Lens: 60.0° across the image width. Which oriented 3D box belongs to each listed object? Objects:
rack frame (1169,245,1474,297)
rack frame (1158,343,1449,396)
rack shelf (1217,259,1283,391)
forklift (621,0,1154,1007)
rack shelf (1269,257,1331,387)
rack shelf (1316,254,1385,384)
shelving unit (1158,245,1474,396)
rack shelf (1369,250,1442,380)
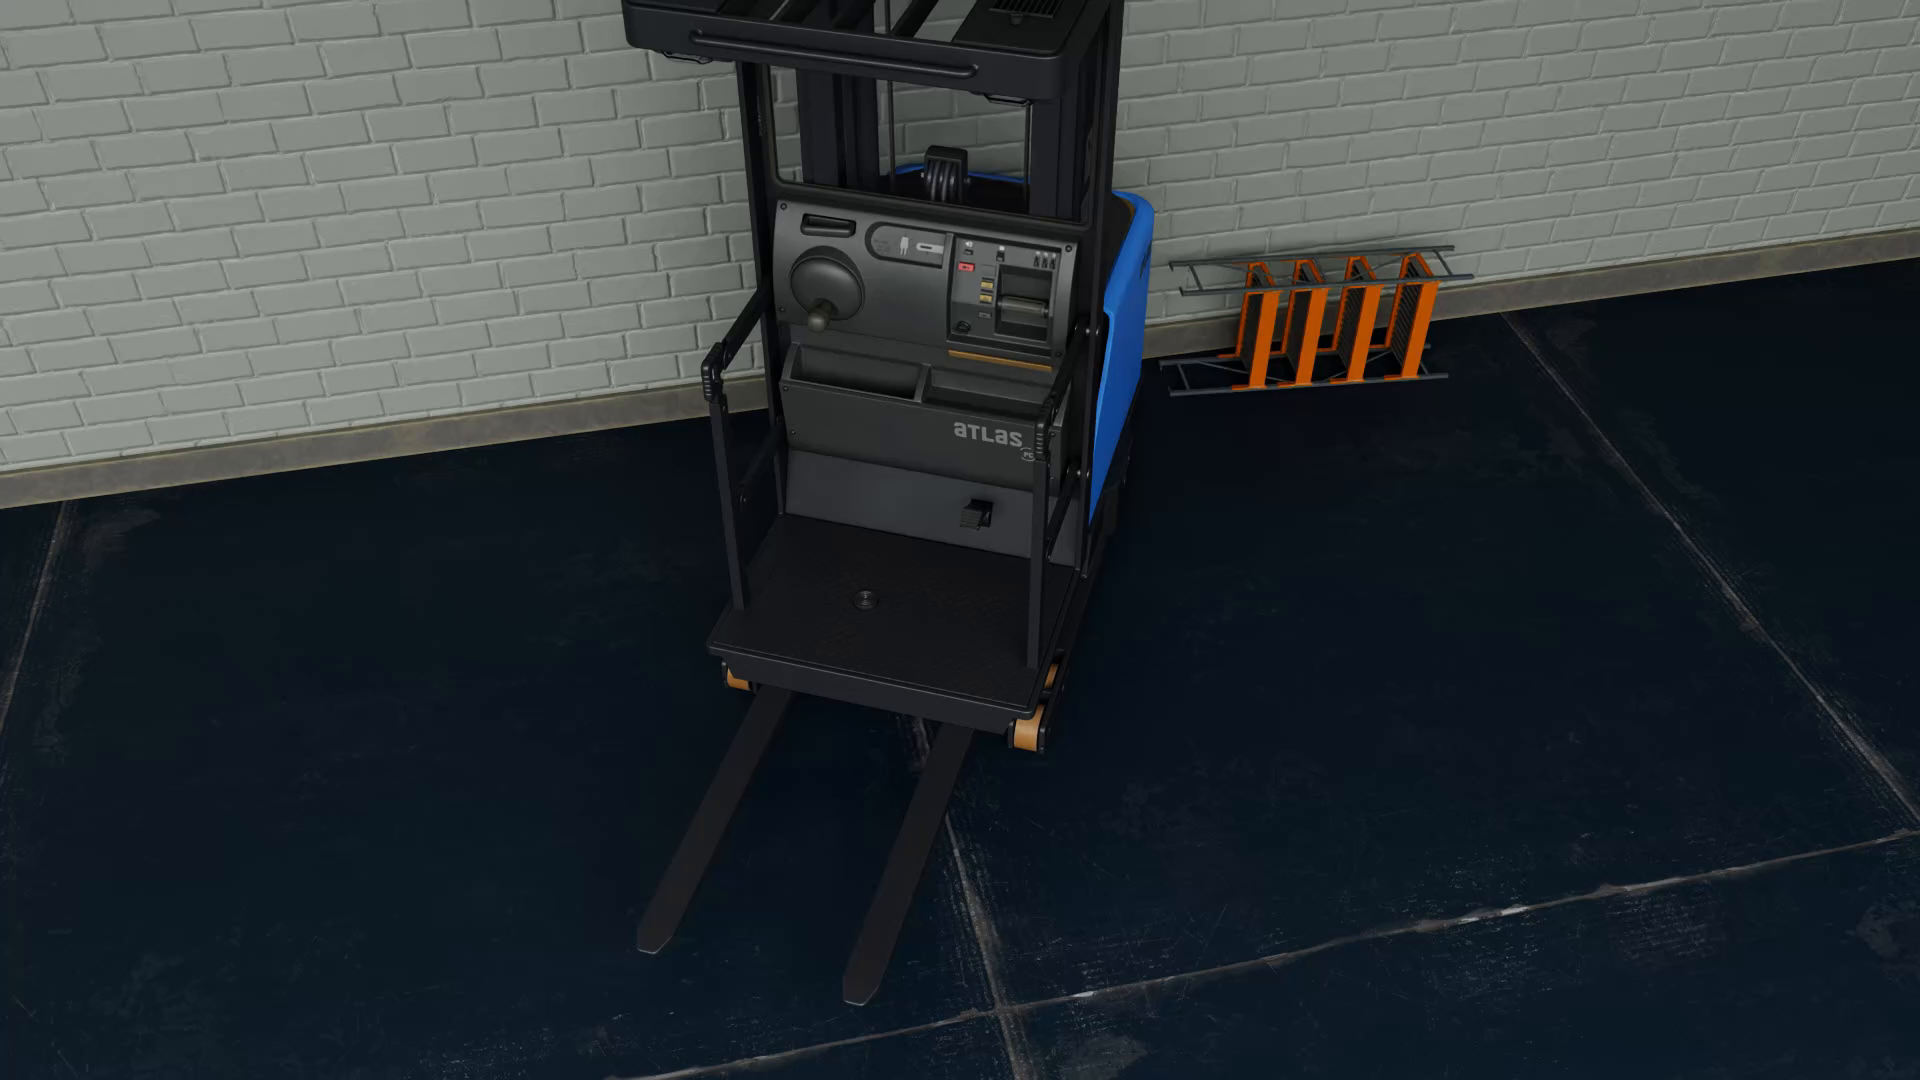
[{"bbox_3d":[1.458,-1.089,6.716,1.200,0.015,0.240,-4,42,-6],"label":"rack frame"},{"bbox_3d":[1.450,-0.724,7.039,1.200,0.015,0.240,-4,42,-6],"label":"rack frame"},{"bbox_3d":[1.190,-0.887,6.849,0.148,0.480,0.258,-4,42,-6],"label":"rack shelf"},{"bbox_3d":[-0.170,-0.697,4.827,1.130,2.935,3.031,11,43,12],"label":"forklift"},{"bbox_3d":[1.387,-0.902,6.870,0.148,0.480,0.258,-4,42,-6],"label":"rack shelf"},{"bbox_3d":[1.609,-0.918,6.894,0.148,0.480,0.258,-4,42,-6],"label":"rack shelf"},{"bbox_3d":[1.454,-0.907,6.878,1.200,0.503,0.258,-4,42,-6],"label":"shelving unit"},{"bbox_3d":[1.844,-0.936,6.920,0.148,0.480,0.258,-4,42,-6],"label":"rack shelf"}]
